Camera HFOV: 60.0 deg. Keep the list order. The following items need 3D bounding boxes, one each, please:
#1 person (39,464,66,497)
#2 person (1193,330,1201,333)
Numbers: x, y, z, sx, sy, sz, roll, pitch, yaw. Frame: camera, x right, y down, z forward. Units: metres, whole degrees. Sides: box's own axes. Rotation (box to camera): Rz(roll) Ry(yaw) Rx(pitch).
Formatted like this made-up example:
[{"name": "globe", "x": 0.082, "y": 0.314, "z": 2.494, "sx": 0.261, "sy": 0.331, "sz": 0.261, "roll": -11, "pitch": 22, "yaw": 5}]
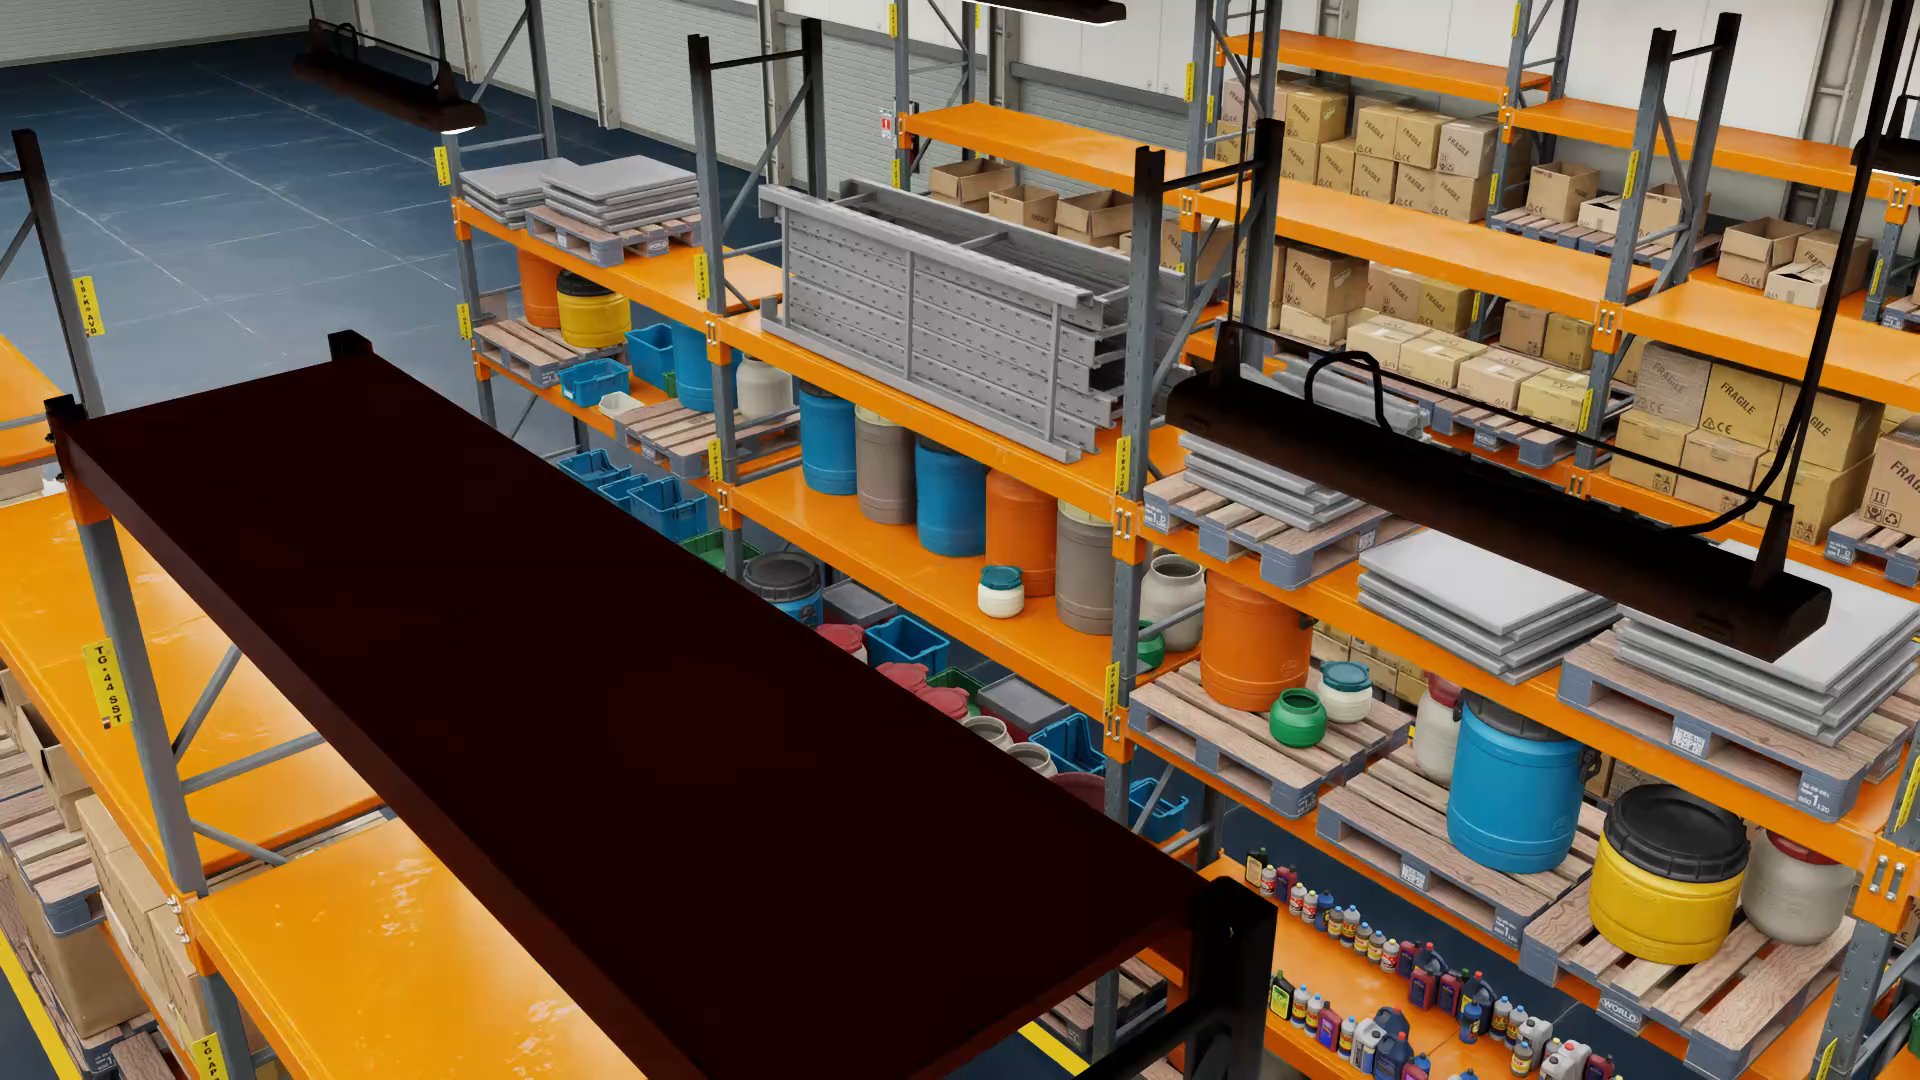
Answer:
[{"name": "person", "x": -8.536, "y": -0.001, "z": 15.601, "sx": 0.609, "sy": 1.744, "sz": 1.046, "roll": -22, "pitch": 34, "yaw": -36}, {"name": "person", "x": 2.638, "y": -1.781, "z": 19.326, "sx": 1.003, "sy": 1.536, "sz": 0.436, "roll": 6, "pitch": 28, "yaw": 12}]
